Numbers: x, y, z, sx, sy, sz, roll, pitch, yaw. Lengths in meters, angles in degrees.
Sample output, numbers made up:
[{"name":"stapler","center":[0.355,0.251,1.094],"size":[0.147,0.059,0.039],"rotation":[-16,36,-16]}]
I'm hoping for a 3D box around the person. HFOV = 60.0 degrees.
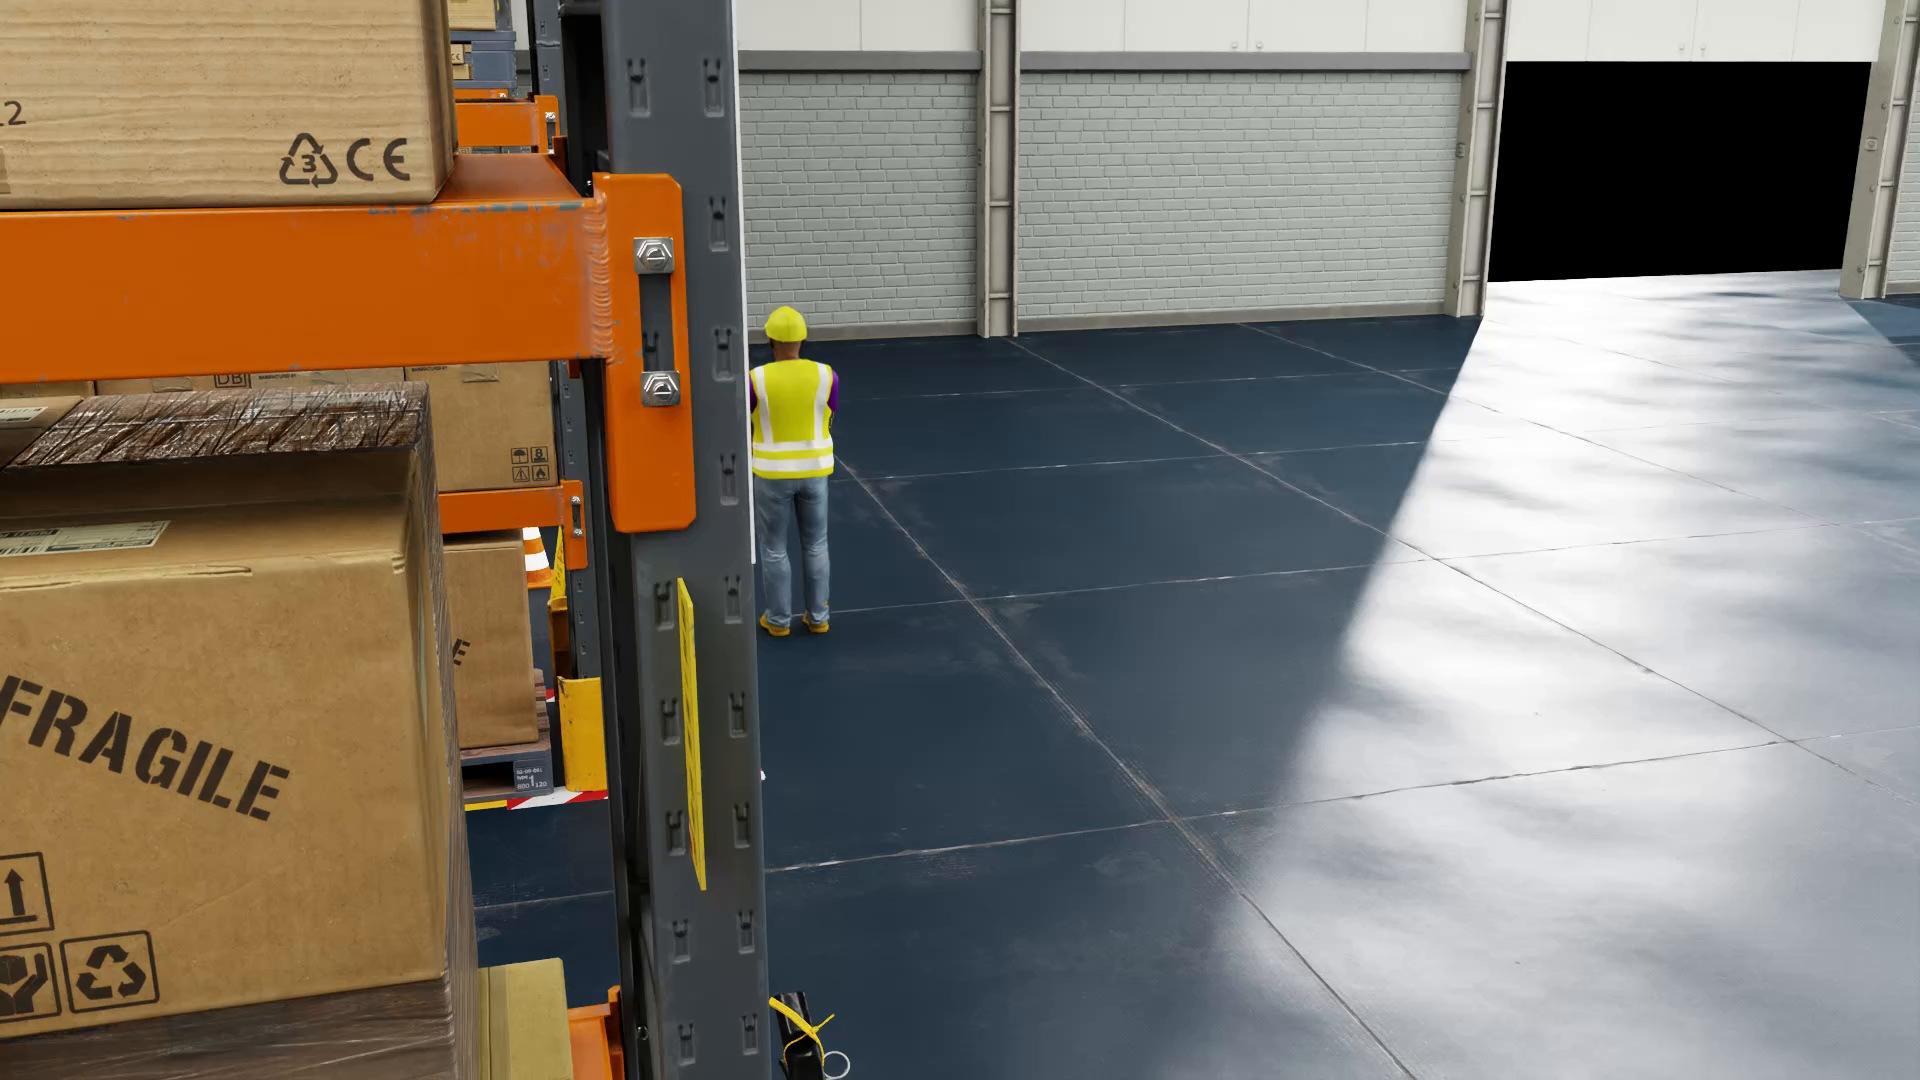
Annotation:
[{"name":"person","center":[-0.913,-0.371,8.800],"size":[0.514,1.763,0.578],"rotation":[-4,16,-15]}]
